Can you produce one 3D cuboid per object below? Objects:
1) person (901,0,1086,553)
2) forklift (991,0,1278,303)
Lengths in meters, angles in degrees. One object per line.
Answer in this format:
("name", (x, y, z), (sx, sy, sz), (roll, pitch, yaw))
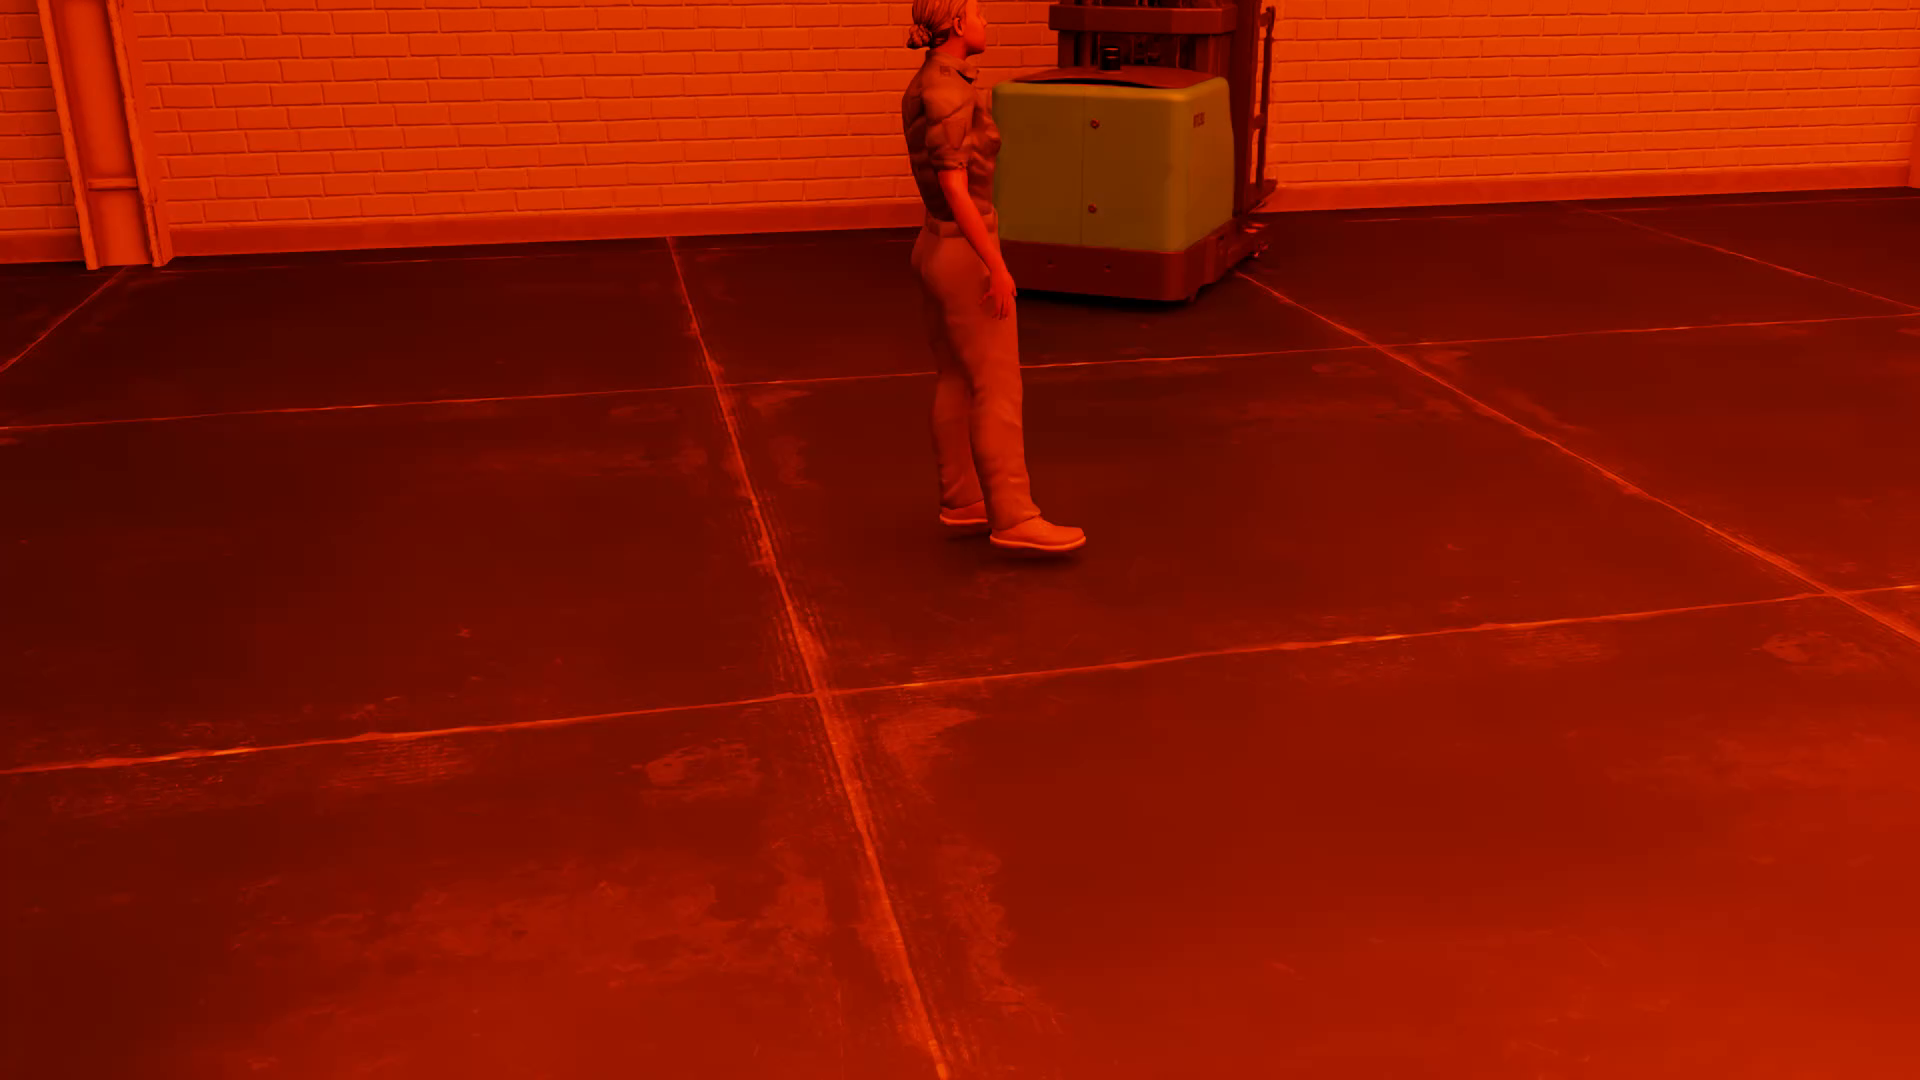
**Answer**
("person", (0.090, -0.817, 4.986), (0.504, 1.654, 0.569), (-5, 21, -12))
("forklift", (1.166, -3.033, 9.124), (1.130, 2.935, 3.031), (8, 22, 21))
